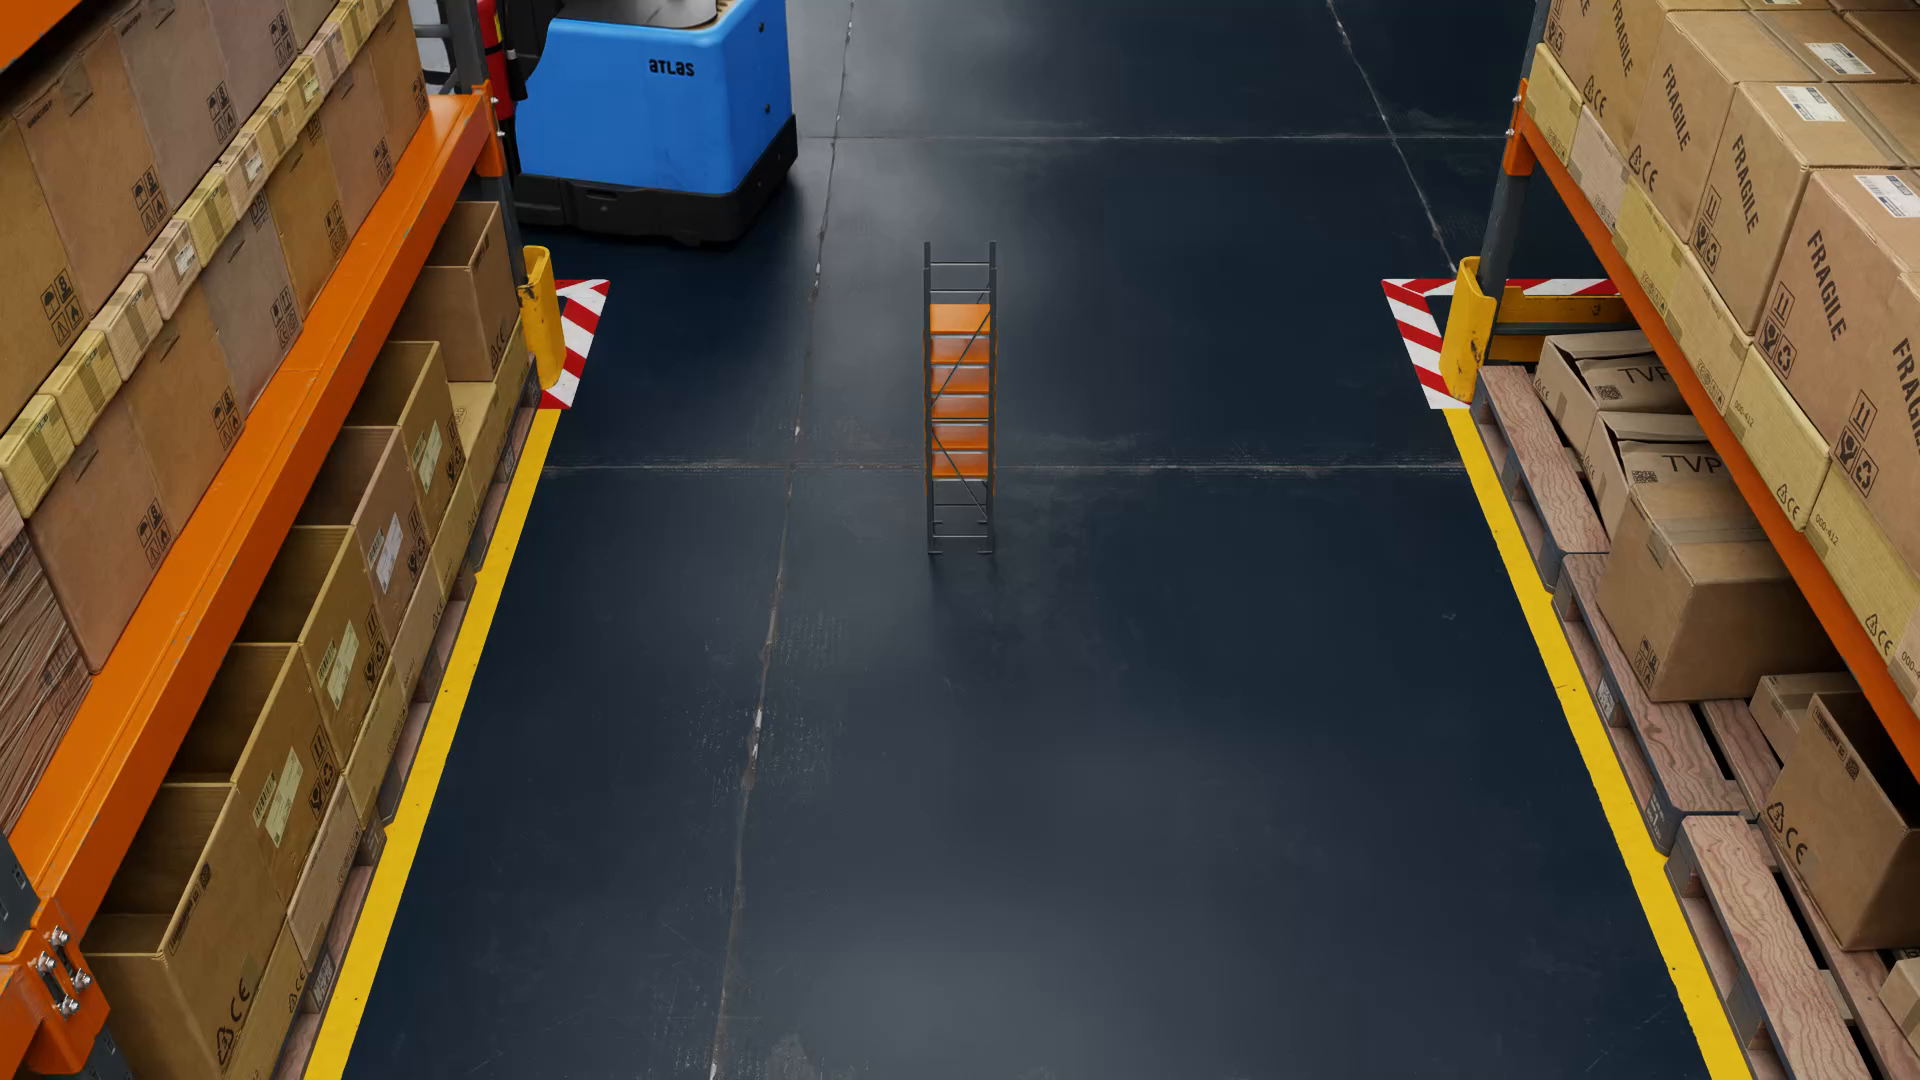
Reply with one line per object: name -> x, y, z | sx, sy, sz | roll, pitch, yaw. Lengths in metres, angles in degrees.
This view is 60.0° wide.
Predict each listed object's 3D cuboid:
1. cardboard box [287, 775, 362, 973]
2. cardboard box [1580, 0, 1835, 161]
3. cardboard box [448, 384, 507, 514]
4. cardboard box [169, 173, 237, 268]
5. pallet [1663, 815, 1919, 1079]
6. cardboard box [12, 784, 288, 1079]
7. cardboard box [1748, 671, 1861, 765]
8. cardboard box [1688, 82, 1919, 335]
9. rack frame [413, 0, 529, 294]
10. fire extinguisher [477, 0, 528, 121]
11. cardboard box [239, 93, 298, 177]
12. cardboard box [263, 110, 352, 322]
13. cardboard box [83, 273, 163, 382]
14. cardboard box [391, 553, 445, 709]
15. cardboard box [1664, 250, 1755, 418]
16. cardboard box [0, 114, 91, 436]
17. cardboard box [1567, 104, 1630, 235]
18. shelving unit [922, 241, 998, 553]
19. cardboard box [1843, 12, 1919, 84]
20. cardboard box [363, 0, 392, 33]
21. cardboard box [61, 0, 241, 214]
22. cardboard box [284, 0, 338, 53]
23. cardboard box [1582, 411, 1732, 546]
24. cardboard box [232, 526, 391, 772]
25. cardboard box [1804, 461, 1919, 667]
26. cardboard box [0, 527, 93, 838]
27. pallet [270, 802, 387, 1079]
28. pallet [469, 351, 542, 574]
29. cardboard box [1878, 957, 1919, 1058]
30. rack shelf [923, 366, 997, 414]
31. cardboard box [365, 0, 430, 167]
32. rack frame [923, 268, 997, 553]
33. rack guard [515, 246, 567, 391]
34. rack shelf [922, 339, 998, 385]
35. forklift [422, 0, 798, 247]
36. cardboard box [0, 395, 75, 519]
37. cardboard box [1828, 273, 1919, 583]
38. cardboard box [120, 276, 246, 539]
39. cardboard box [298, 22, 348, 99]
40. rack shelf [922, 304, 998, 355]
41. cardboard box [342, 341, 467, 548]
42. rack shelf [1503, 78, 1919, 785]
cardboard box -> -1.989, 0.913, 4.575 | 0.500, 0.250, 0.500 | 0, 39, 0
cardboard box -> 2.344, -1.535, 5.271 | 0.500, 0.500, 0.500 | 0, 39, 0
cardboard box -> -1.992, -0.338, 6.136 | 0.500, 0.250, 0.500 | 0, 39, 0
cardboard box -> -2.108, -0.822, 4.279 | 0.380, 0.149, 0.250 | 0, 39, 0
pallet -> 2.621, 1.269, 4.498 | 1.003, 0.211, 1.213 | 0, 39, 0
cardboard box -> -1.984, 0.933, 3.951 | 0.500, 0.500, 0.500 | 0, 39, 0
cardboard box -> 2.676, 0.541, 5.104 | 0.380, 0.149, 0.250 | -3, 39, -4
cardboard box -> 2.350, -0.889, 4.465 | 0.500, 0.500, 0.500 | 1, 39, 1
rack frame -> -2.301, -1.895, 6.216 | 1.000, 3.000, 0.127 | 0, 39, 0
fire extinguisher -> -1.836, -1.939, 6.333 | 0.296, 0.674, 0.183 | 0, 39, 0
cardboard box -> -2.107, -1.138, 4.673 | 0.380, 0.149, 0.250 | 1, 39, 1
cardboard box -> -2.313, -1.003, 5.023 | 0.700, 0.500, 0.500 | 0, 39, 0
cardboard box -> -2.105, -0.493, 3.867 | 0.380, 0.149, 0.250 | -1, 39, -2
cardboard box -> -1.991, 0.287, 5.356 | 0.500, 0.250, 0.500 | 0, 39, 0
cardboard box -> 2.344, -0.585, 4.686 | 0.500, 0.250, 0.500 | 0, 39, 0
cardboard box -> -2.305, -0.532, 3.398 | 0.700, 0.500, 0.500 | 0, 39, 0
cardboard box -> 2.351, -1.220, 5.477 | 0.500, 0.250, 0.500 | -1, 39, -1
shelving unit -> 0.000, -0.477, 5.886 | 0.258, 1.200, 0.189 | 0, 39, 0
cardboard box -> 2.862, -1.210, 4.865 | 0.500, 0.500, 0.500 | -1, 39, -1
cardboard box -> -2.108, -1.784, 5.479 | 0.380, 0.149, 0.250 | 1, 39, 1
cardboard box -> -2.305, -1.158, 4.179 | 0.700, 0.500, 0.500 | 0, 39, 0
cardboard box -> -2.307, -1.786, 4.963 | 0.700, 0.500, 0.500 | -1, 39, -1
cardboard box -> 2.564, -0.234, 5.942 | 0.500, 0.311, 0.500 | 3, 39, 4
cardboard box -> -1.985, 0.308, 4.731 | 0.500, 0.500, 0.500 | 0, 39, 0
cardboard box -> 2.362, 0.044, 3.901 | 0.500, 0.250, 0.500 | 0, 39, 0
cardboard box -> -2.303, 0.290, 3.409 | 0.700, 0.500, 0.500 | -1, 39, -1
pallet -> -2.255, 1.197, 4.587 | 1.003, 0.211, 1.213 | 0, 39, 0
pallet -> -2.258, -0.328, 6.491 | 1.003, 0.211, 1.213 | 0, 39, 0
cardboard box -> 2.627, 1.200, 4.268 | 0.380, 0.166, 0.250 | -5, 39, -6
rack shelf -> 0.000, -0.536, 5.839 | 0.258, 0.103, 0.180 | 0, 39, 0
cardboard box -> -2.313, -1.642, 5.820 | 0.700, 0.500, 0.500 | 0, 39, 0
rack frame -> 0.000, -0.420, 5.815 | 0.240, 1.200, 0.006 | 0, 39, 0
rack guard -> -2.301, -0.934, 7.016 | 1.175, 0.500, 0.348 | 0, 39, 0
rack shelf -> 0.000, -0.630, 5.764 | 0.258, 0.103, 0.180 | 0, 39, 0
forklift -> -2.414, -3.027, 7.683 | 3.031, 2.935, 1.130 | 8, 39, 10
cardboard box -> -2.105, -0.172, 3.467 | 0.380, 0.149, 0.250 | -1, 39, -1
cardboard box -> 2.342, -0.249, 3.666 | 0.500, 0.500, 0.500 | 0, 39, 0
cardboard box -> -2.307, -0.353, 4.212 | 0.700, 0.500, 0.500 | 1, 39, 1
cardboard box -> -2.110, -1.467, 5.084 | 0.380, 0.149, 0.250 | 0, 39, 1
rack shelf -> 0.000, -0.724, 5.689 | 0.258, 0.103, 0.180 | 0, 39, 0
cardboard box -> -1.987, -0.318, 5.511 | 0.500, 0.500, 0.500 | 0, 39, 0
rack shelf -> 2.655, -0.369, 4.887 | 1.077, 0.370, 4.000 | 0, 39, 0
